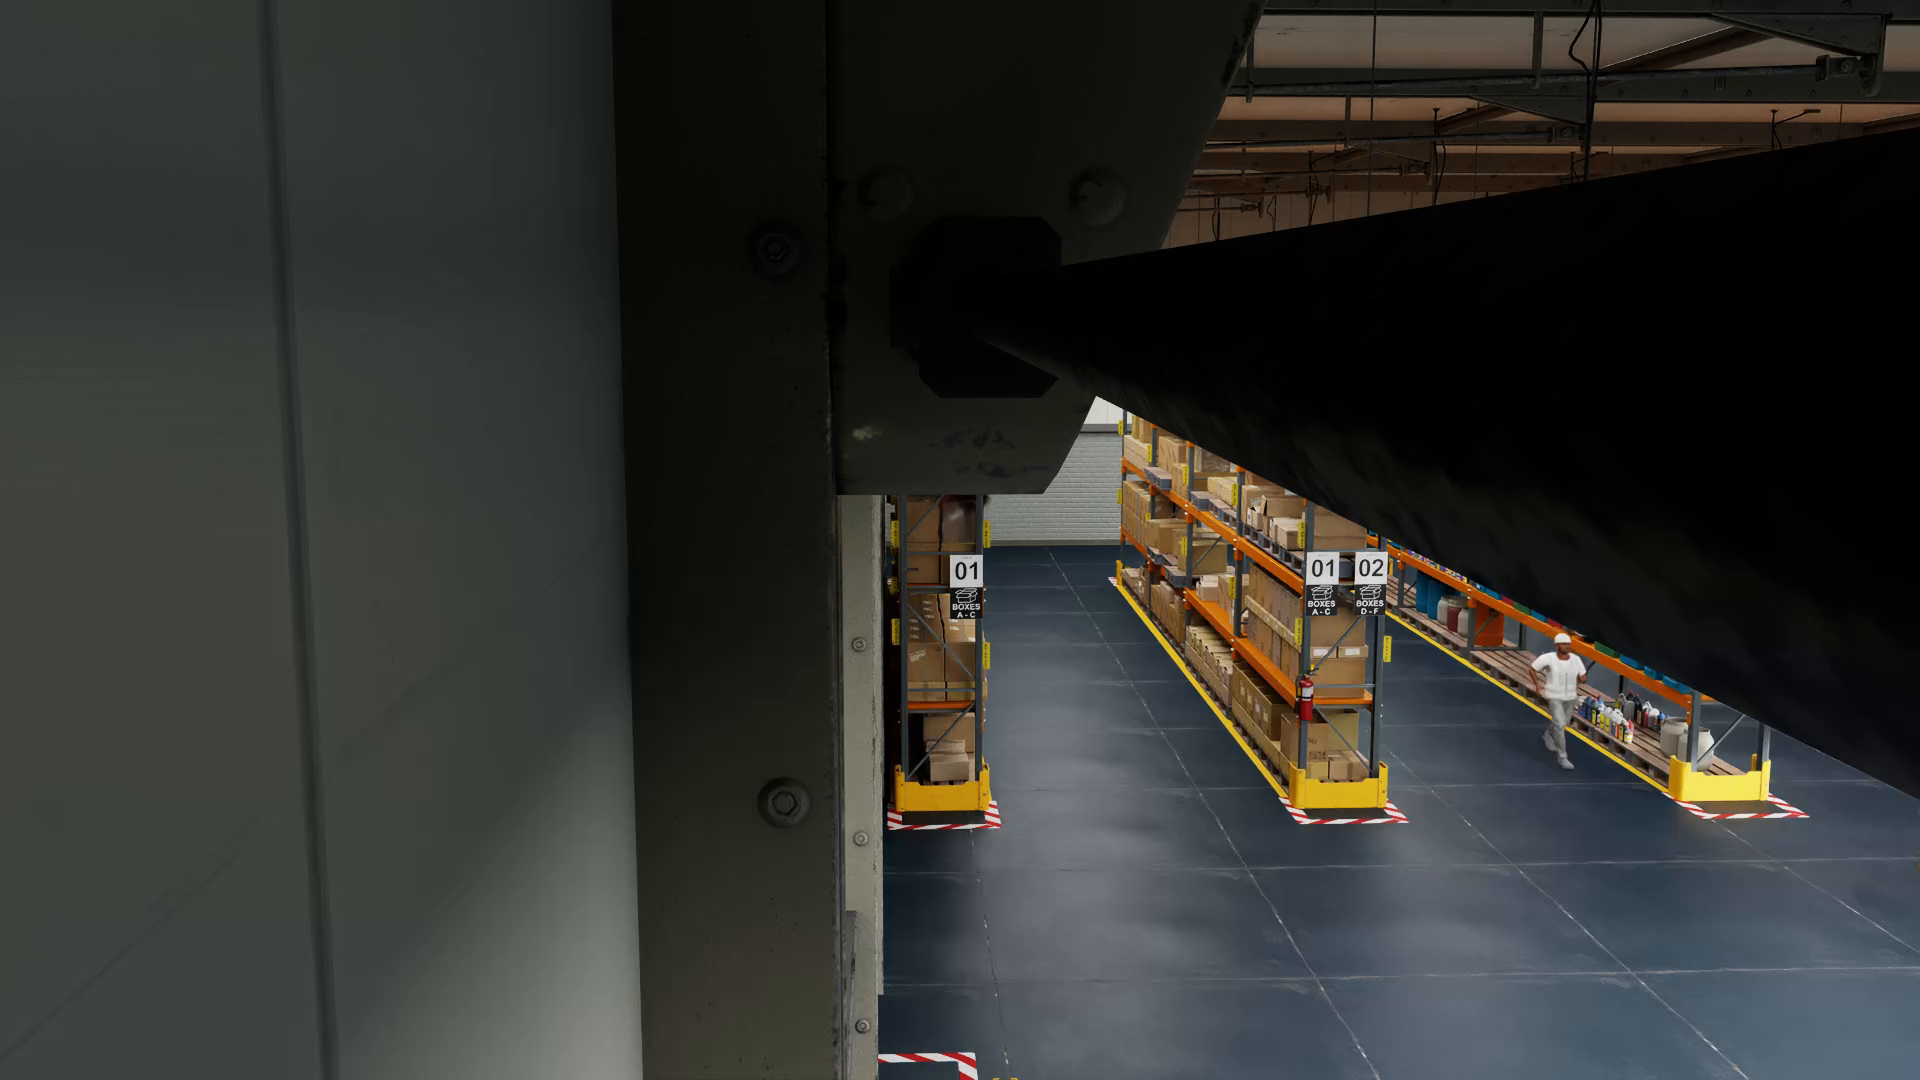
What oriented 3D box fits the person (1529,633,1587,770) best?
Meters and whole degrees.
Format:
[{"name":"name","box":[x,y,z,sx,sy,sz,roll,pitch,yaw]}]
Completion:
[{"name":"person","box":[8.124,2.126,22.489,0.700,1.754,0.989,-1,9,-10]}]
